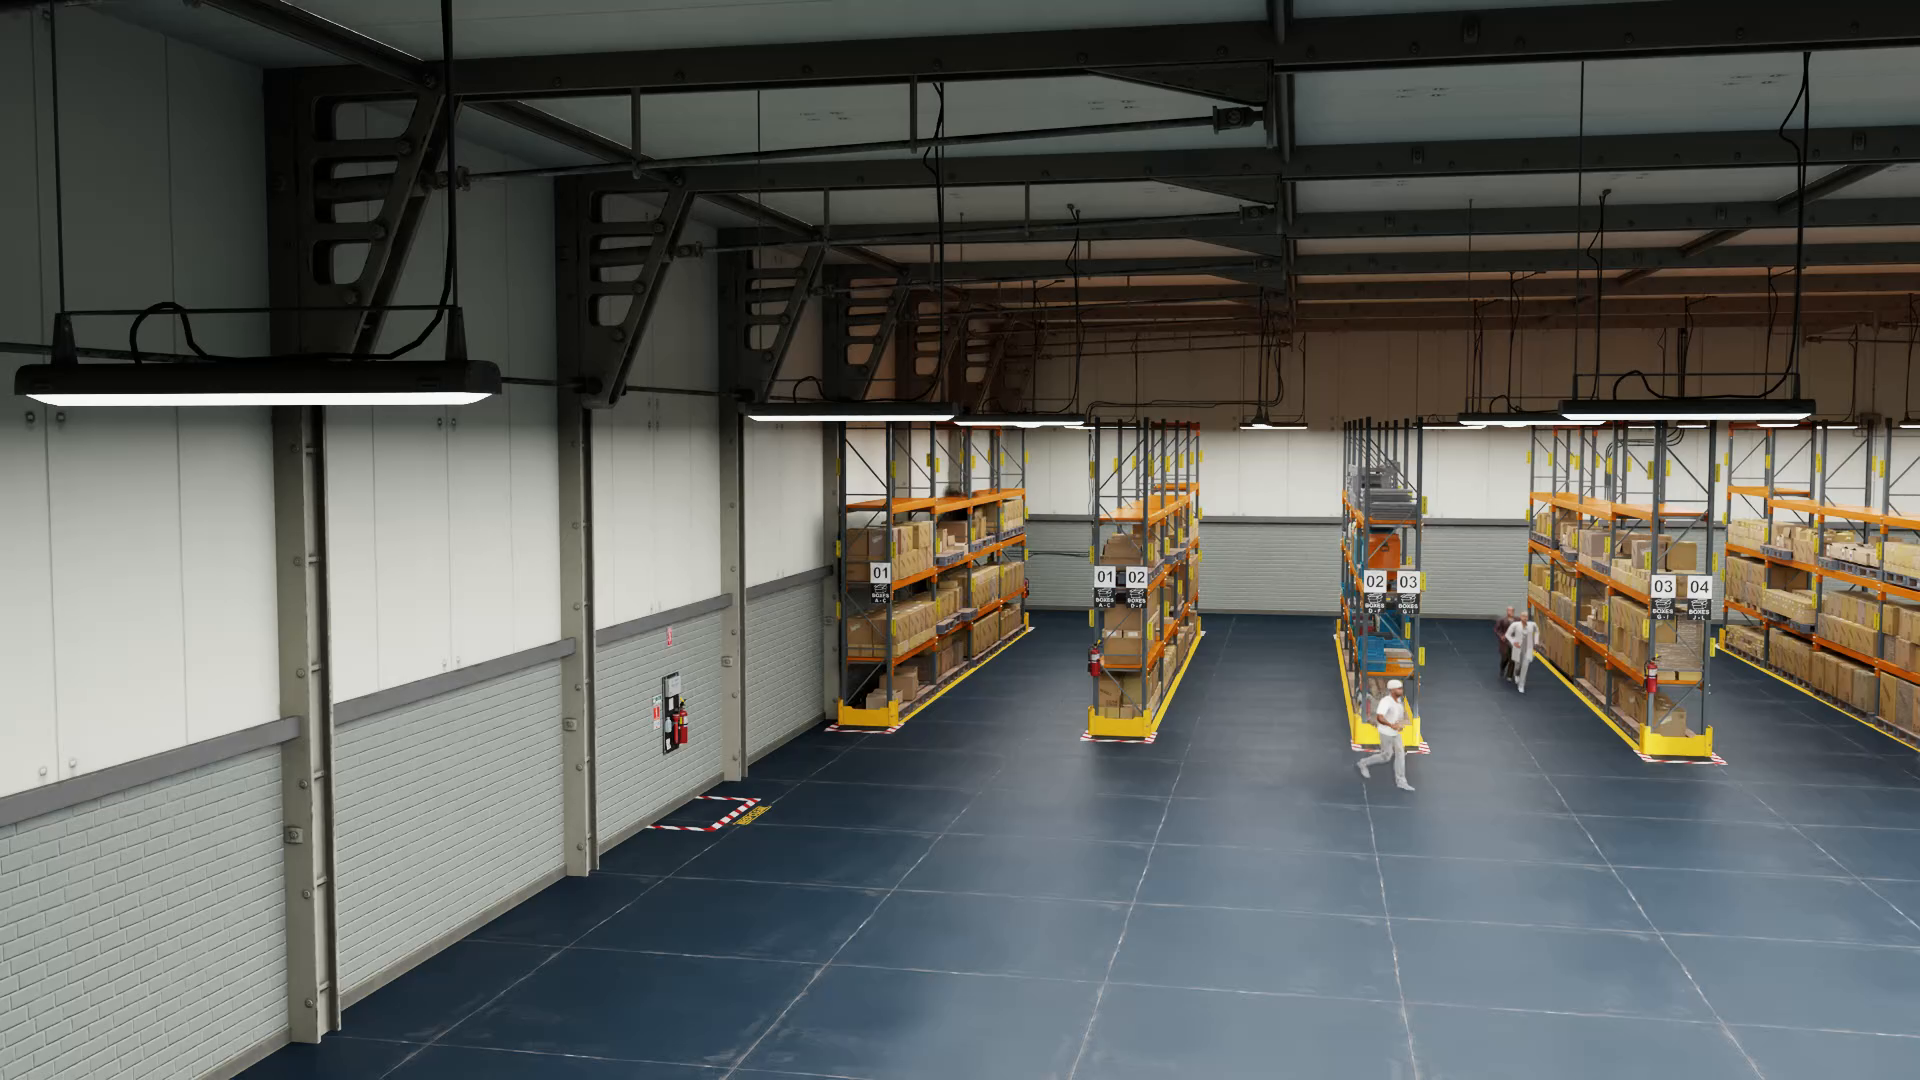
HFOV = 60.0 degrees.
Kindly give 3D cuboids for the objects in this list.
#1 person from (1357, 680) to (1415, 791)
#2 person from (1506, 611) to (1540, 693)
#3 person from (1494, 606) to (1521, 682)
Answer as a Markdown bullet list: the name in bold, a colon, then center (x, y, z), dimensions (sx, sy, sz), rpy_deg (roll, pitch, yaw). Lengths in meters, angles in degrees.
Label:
- **person**: center (6.886, 3.113, 26.758), dimensions (0.985, 1.755, 0.725), rpy_deg (3, 5, 38)
- **person**: center (12.493, 2.455, 36.931), dimensions (0.736, 1.769, 1.007), rpy_deg (1, 4, 11)
- **person**: center (12.618, 2.375, 38.195), dimensions (0.702, 1.731, 0.673), rpy_deg (0, 4, 6)
